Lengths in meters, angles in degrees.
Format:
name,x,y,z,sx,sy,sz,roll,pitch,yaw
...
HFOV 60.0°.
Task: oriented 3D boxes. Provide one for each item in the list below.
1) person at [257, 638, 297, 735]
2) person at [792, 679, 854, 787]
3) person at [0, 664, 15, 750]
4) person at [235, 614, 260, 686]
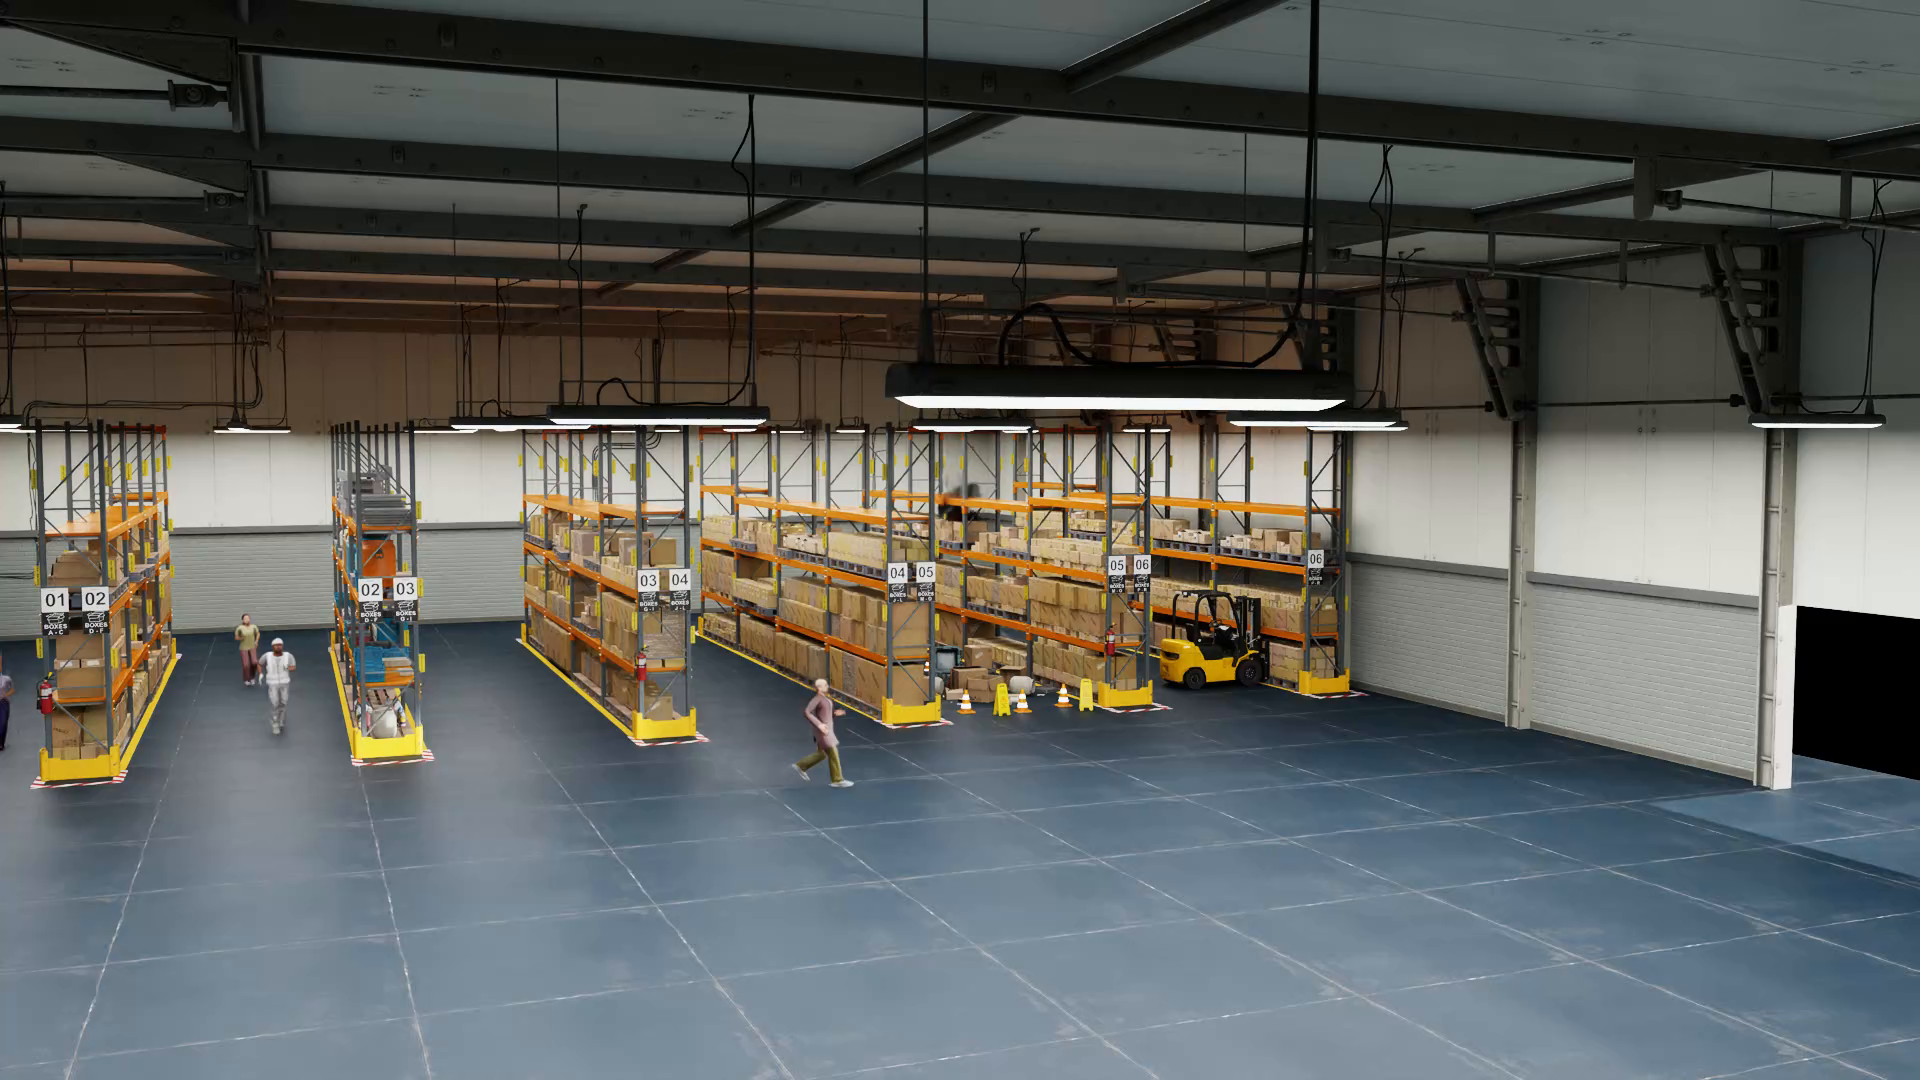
name,x,y,z,sx,sy,sz,roll,pitch,yaw
person,-13.195,2.815,32.172,0.664,1.843,0.799,-2,4,-33
person,-2.240,3.132,27.059,1.033,1.754,0.714,0,4,5
person,-17.482,3.033,30.173,0.592,1.597,0.583,-2,4,-31
person,-16.272,2.519,38.021,0.562,1.667,0.607,-2,4,-30
